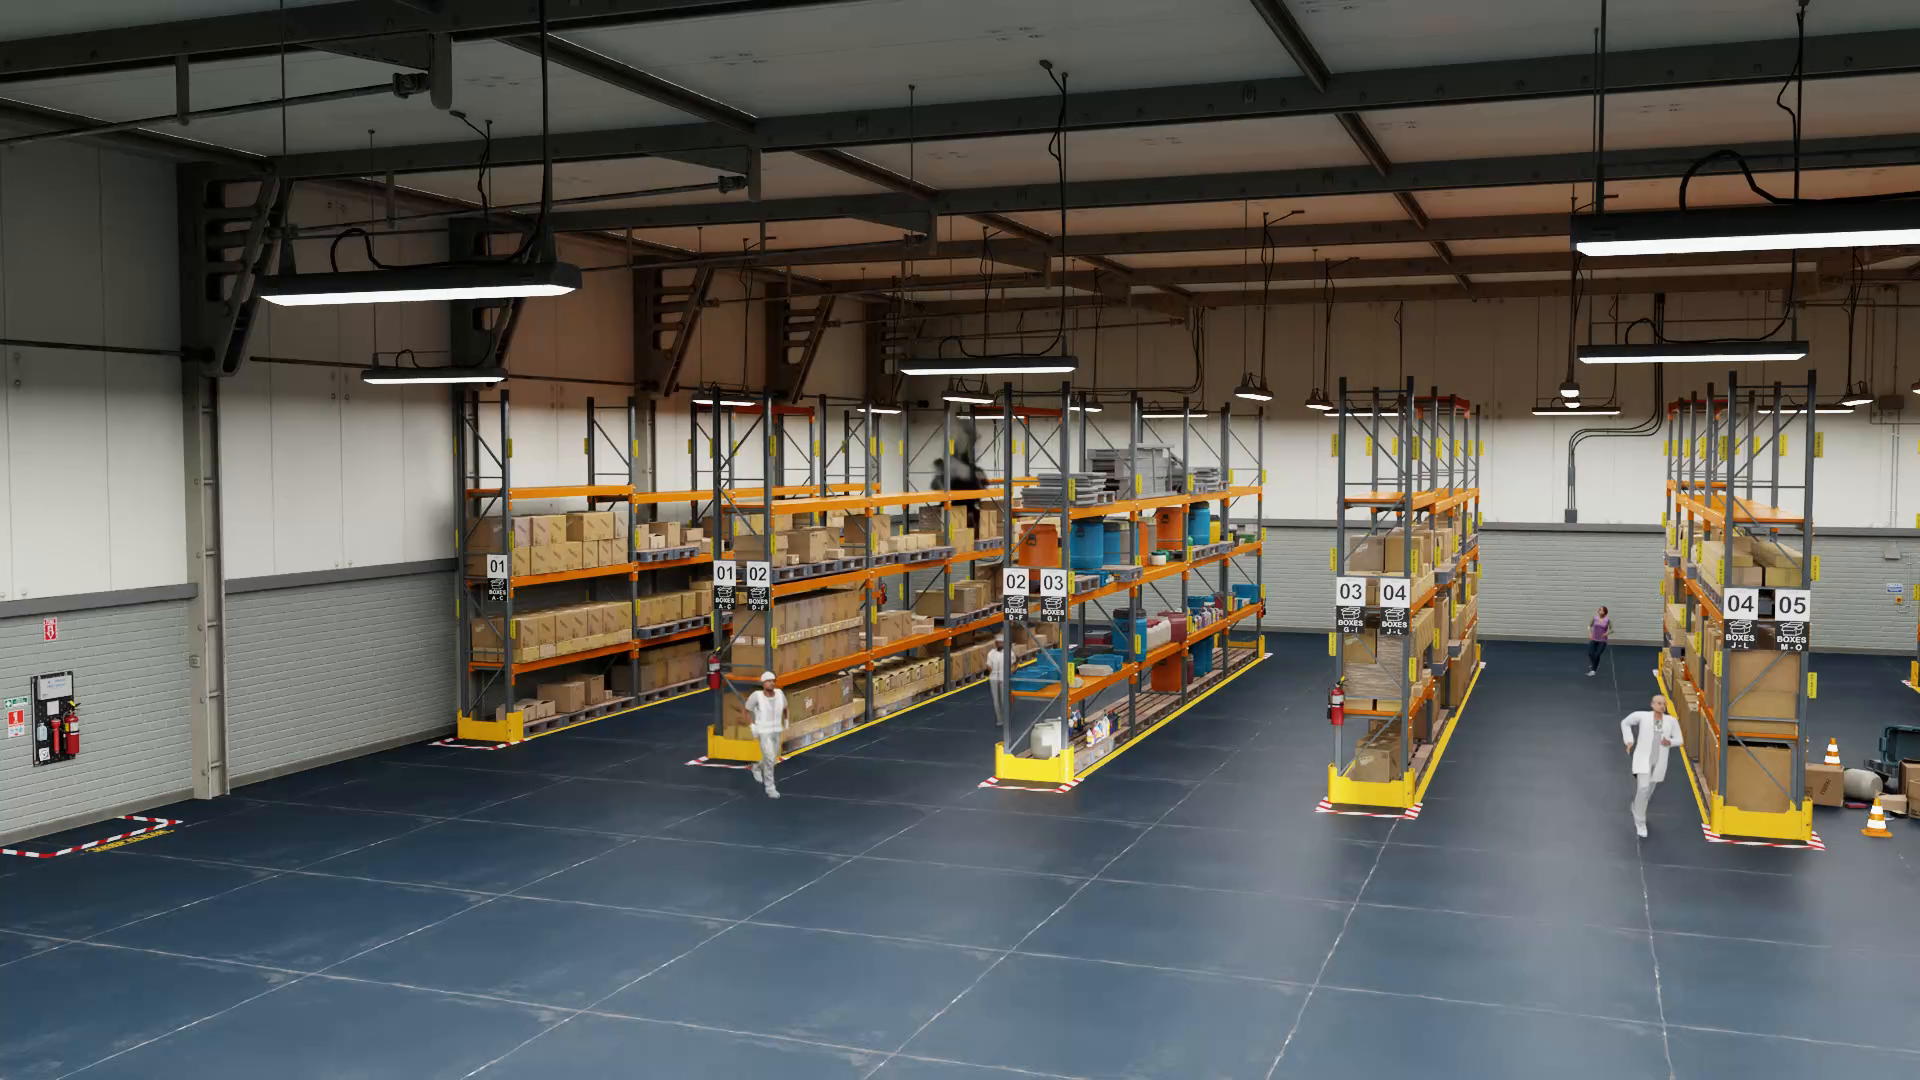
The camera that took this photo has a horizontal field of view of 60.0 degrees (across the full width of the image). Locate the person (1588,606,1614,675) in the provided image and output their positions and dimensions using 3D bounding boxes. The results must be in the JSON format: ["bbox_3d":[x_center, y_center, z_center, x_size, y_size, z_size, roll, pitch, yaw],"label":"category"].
[{"bbox_3d":[14.076,2.228,36.584,0.562,1.525,0.518,2,4,32],"label":"person"}]

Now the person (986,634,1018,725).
[{"bbox_3d":[0.717,2.521,29.846,0.554,1.660,0.611,1,3,13],"label":"person"}]

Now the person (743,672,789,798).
[{"bbox_3d":[-2.812,2.792,24.118,0.682,1.800,0.833,-2,4,-37],"label":"person"}]

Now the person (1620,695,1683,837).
[{"bbox_3d":[9.095,2.975,21.846,0.706,1.721,0.942,0,3,5],"label":"person"}]
